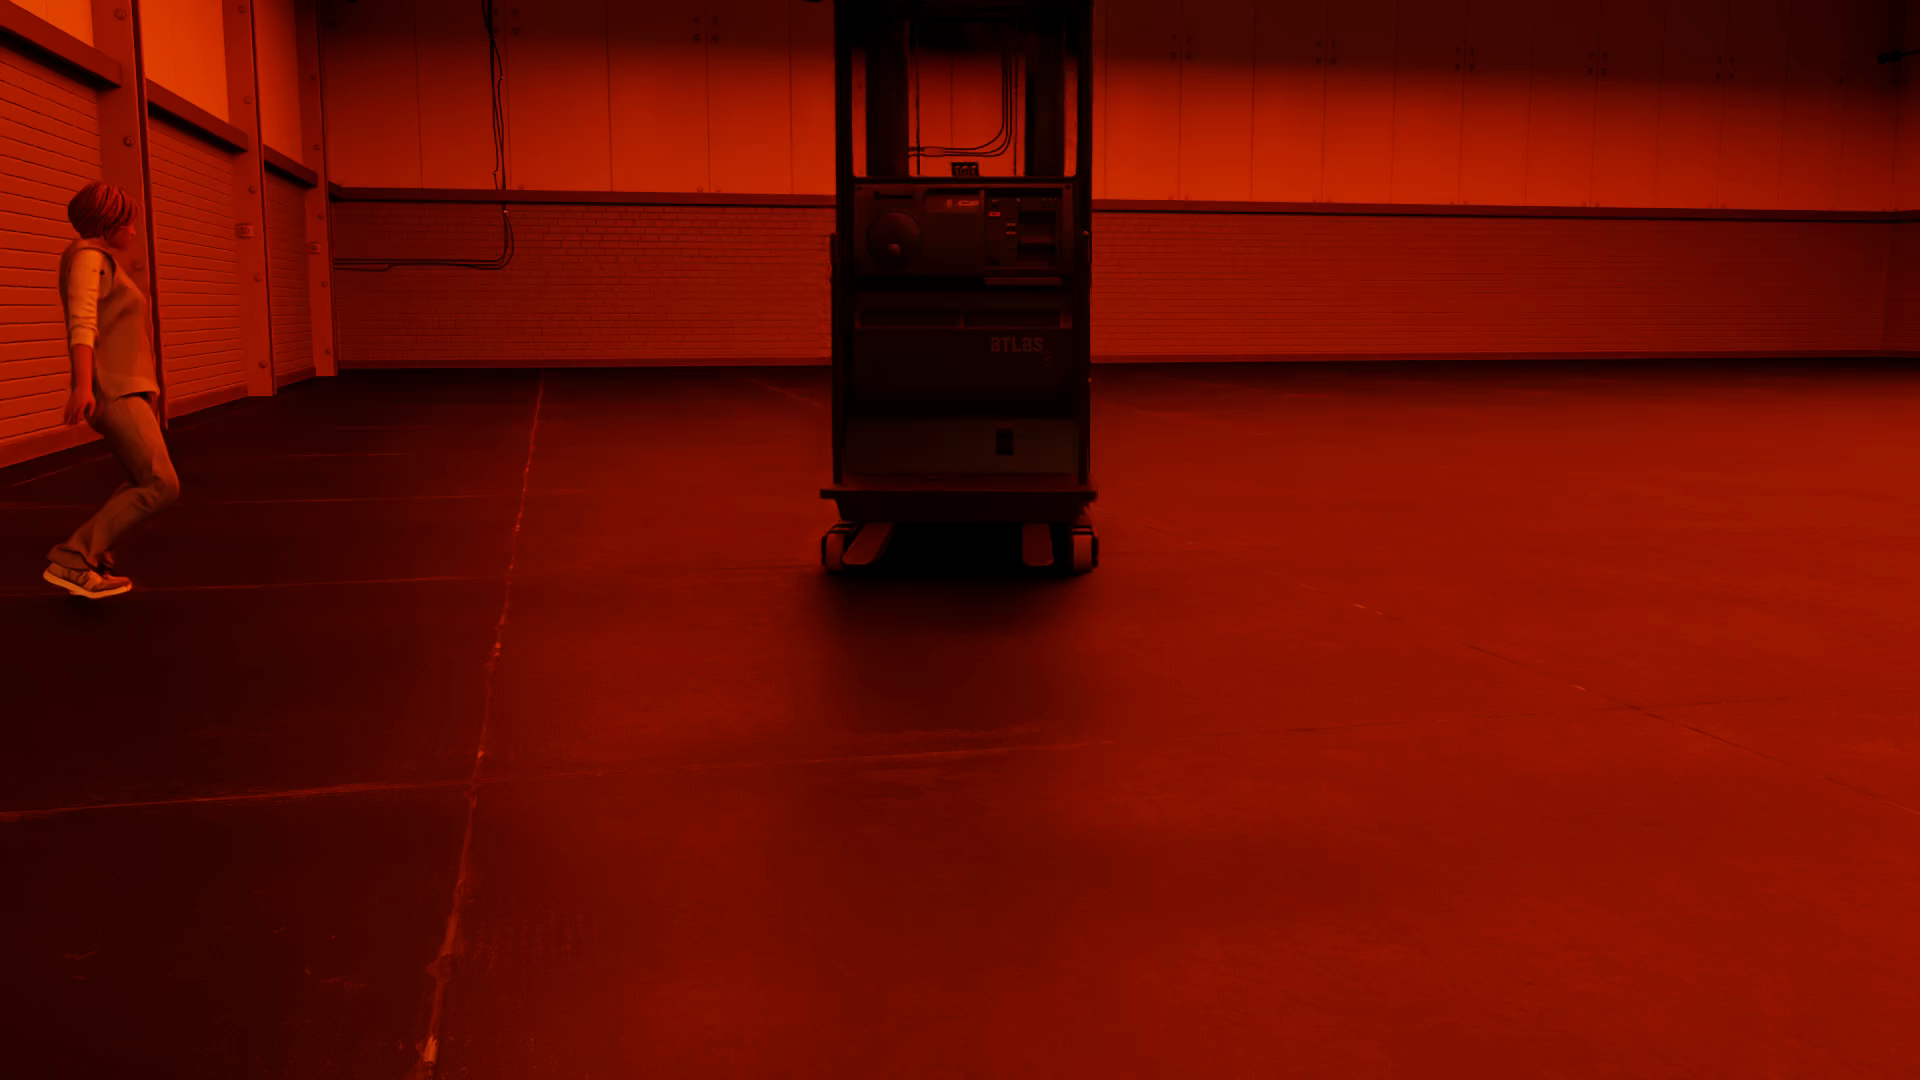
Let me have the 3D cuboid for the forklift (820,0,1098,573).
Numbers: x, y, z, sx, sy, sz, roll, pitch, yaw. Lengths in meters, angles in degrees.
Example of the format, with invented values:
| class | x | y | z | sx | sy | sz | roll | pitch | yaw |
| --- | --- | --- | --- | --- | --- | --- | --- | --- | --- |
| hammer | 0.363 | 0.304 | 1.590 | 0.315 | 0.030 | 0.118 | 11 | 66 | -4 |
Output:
| class | x | y | z | sx | sy | sz | roll | pitch | yaw |
| --- | --- | --- | --- | --- | --- | --- | --- | --- | --- |
| forklift | 0.008 | -1.358 | 6.837 | 1.130 | 2.935 | 3.031 | 0 | 8 | 2 |

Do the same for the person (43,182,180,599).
| class | x | y | z | sx | sy | sz | roll | pitch | yaw |
| --- | --- | --- | --- | --- | --- | --- | --- | --- | --- |
| person | -3.050 | -0.509 | 5.949 | 0.452 | 1.511 | 0.754 | -3 | 9 | -21 |
